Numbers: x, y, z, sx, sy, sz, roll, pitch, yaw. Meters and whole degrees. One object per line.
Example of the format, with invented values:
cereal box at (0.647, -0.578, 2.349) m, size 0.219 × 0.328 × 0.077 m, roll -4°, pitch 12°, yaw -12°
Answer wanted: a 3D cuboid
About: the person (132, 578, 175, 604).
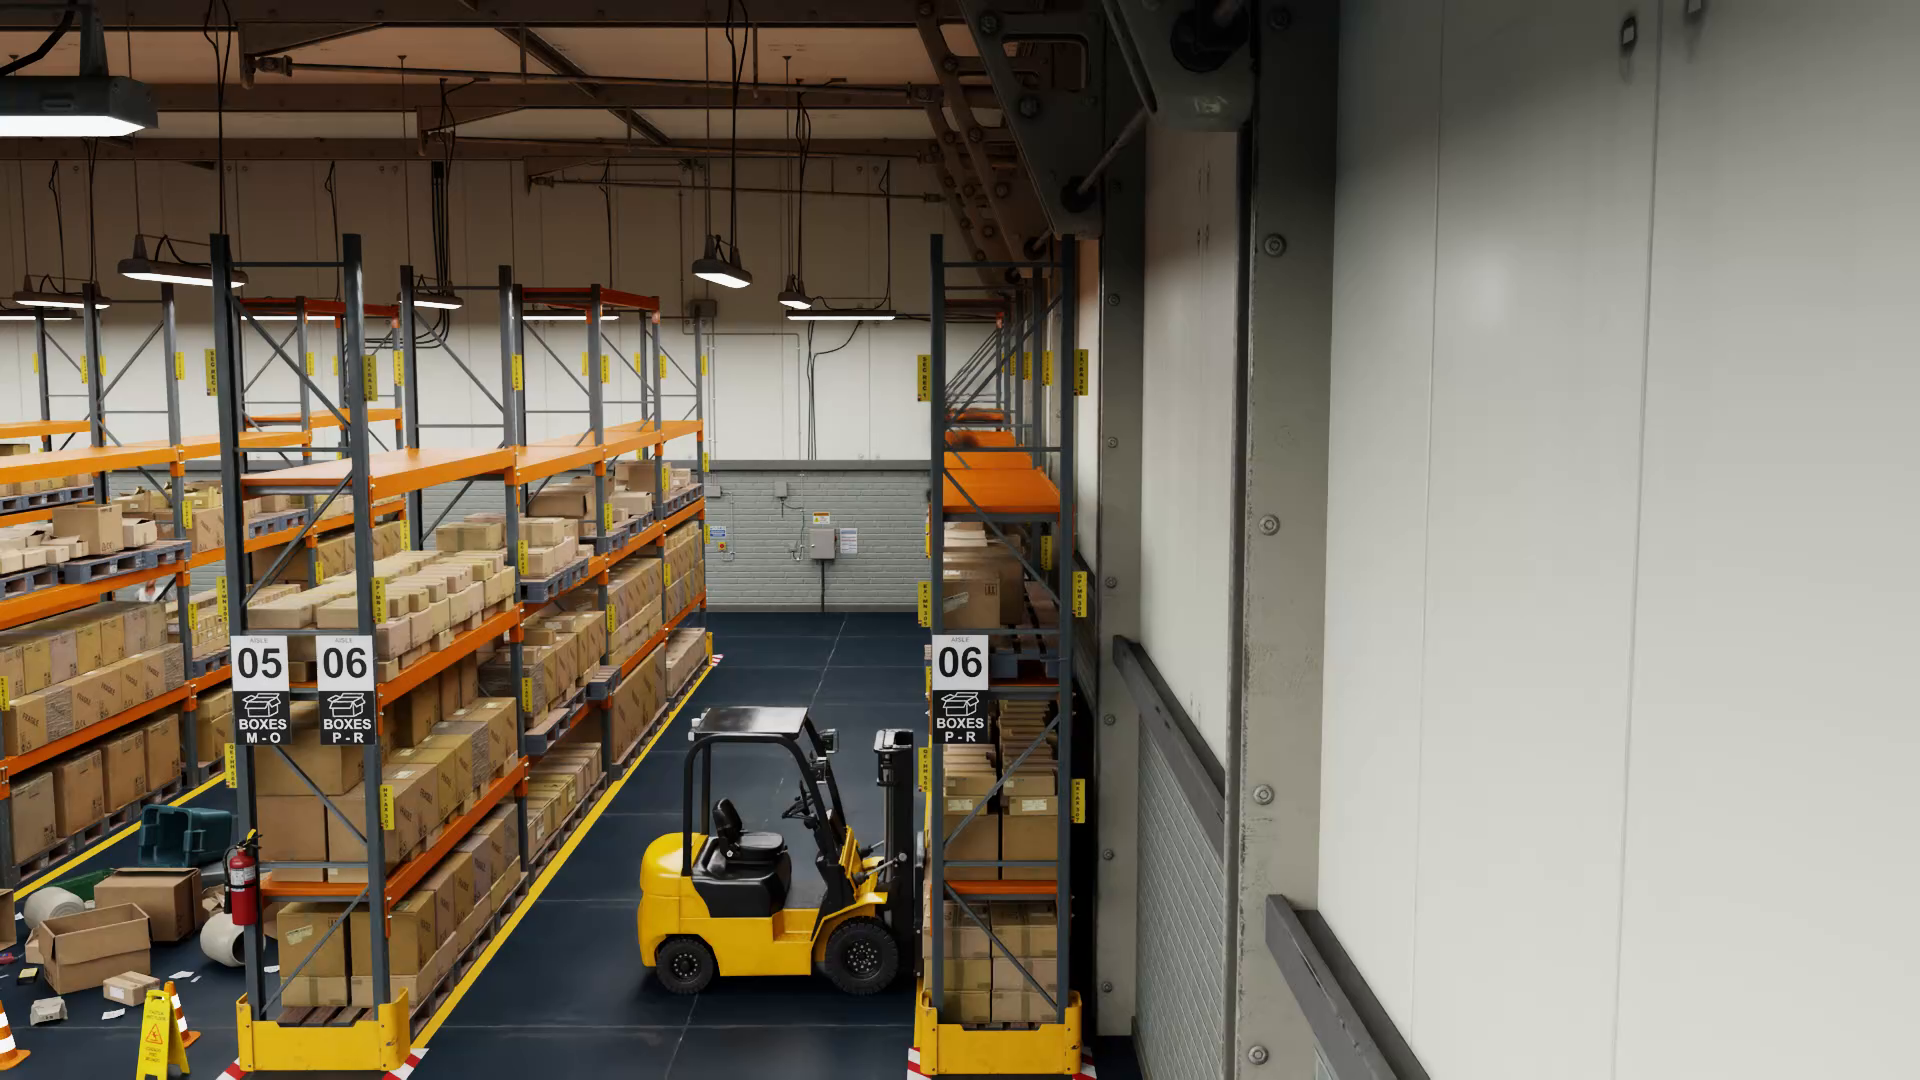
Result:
person at (-12.895, 1.365, 26.593) m, size 0.668 × 1.764 × 0.802 m, roll -1°, pitch 6°, yaw -13°
